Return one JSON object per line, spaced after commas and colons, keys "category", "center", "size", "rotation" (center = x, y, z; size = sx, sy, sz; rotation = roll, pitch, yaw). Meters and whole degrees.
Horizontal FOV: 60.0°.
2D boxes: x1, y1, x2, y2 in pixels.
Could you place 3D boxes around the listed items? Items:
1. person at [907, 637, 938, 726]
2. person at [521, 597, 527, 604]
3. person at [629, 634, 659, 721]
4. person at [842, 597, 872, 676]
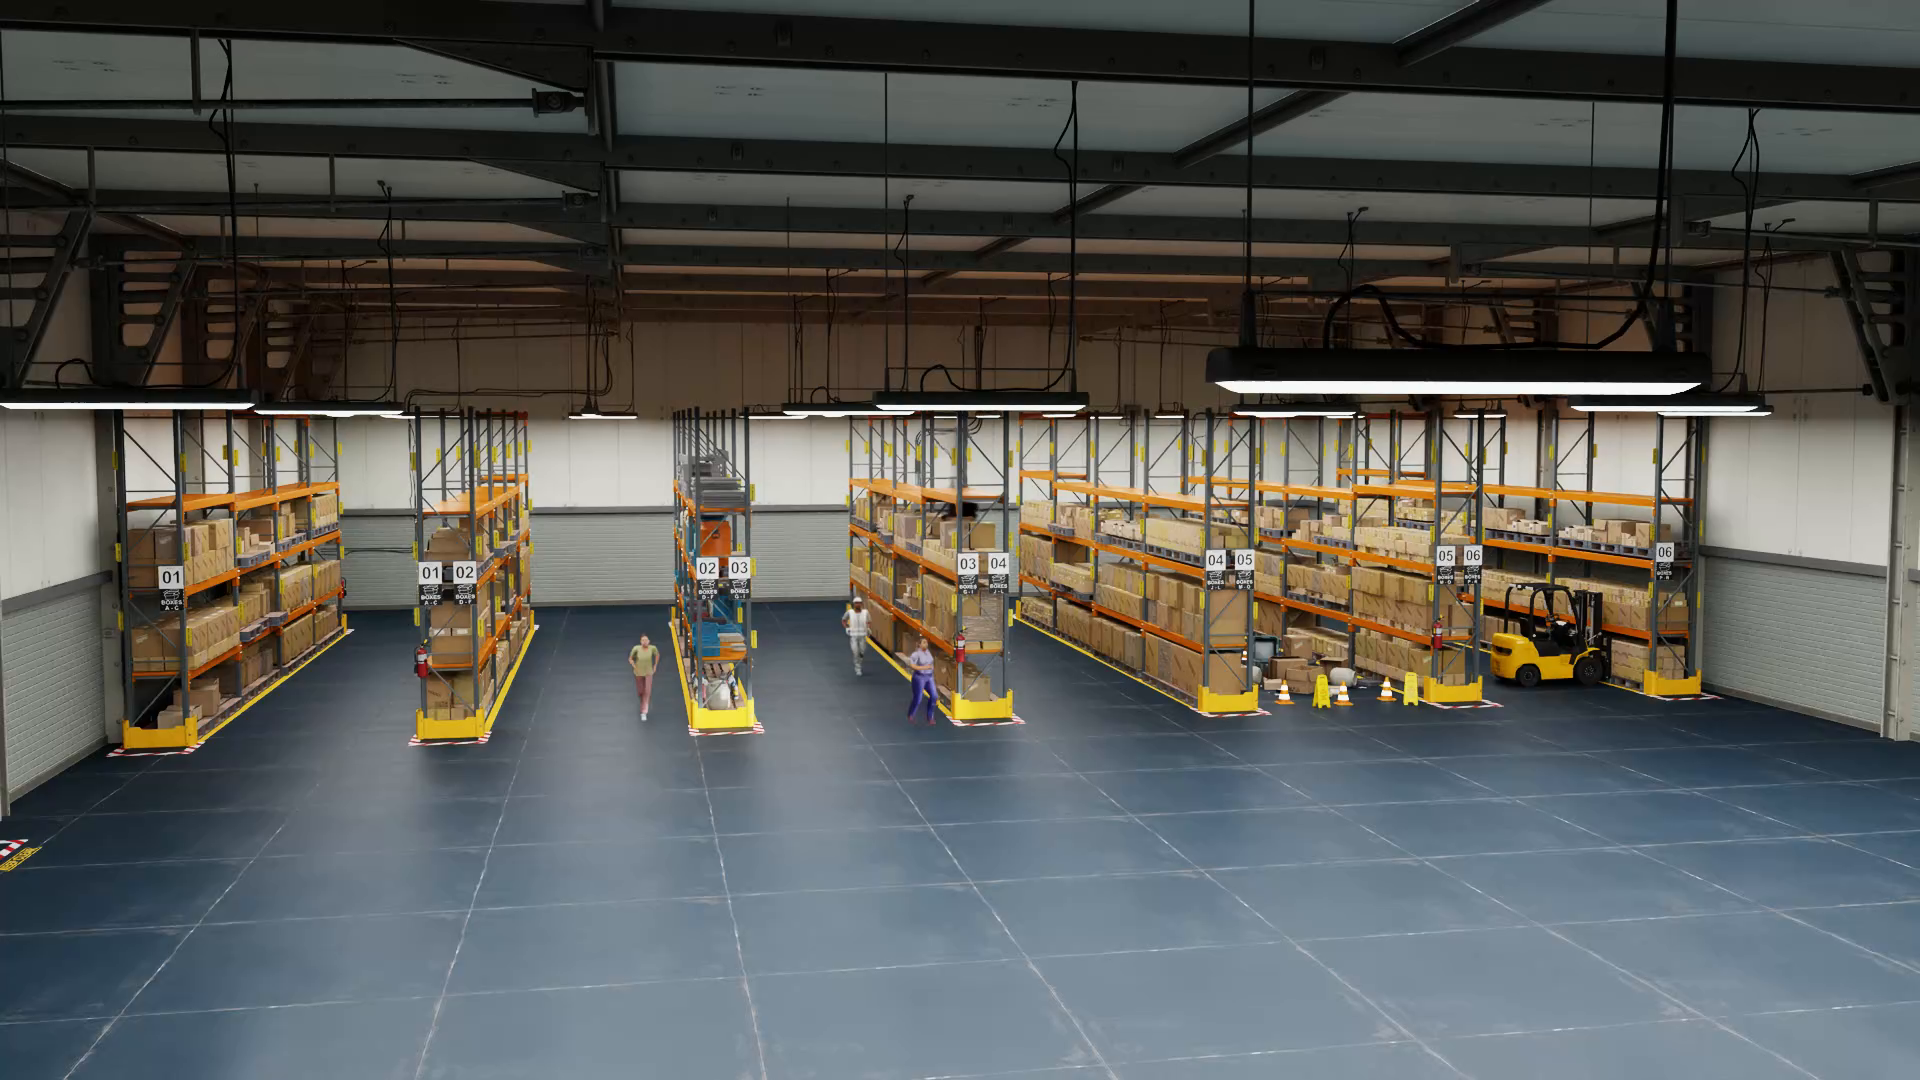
{"category": "person", "center": [-0.721, 2.686, 31.389], "size": [0.647, 1.723, 0.714], "rotation": [-4, 6, -42]}
{"category": "person", "center": [-12.565, 1.509, 47.243], "size": [0.672, 1.760, 0.689], "rotation": [0, 4, 4]}
{"category": "person", "center": [-6.126, 2.620, 32.278], "size": [0.579, 1.658, 1.060], "rotation": [-1, 4, -9]}
{"category": "person", "center": [-2.336, 2.173, 37.784], "size": [0.681, 1.759, 0.778], "rotation": [-1, 4, -11]}
